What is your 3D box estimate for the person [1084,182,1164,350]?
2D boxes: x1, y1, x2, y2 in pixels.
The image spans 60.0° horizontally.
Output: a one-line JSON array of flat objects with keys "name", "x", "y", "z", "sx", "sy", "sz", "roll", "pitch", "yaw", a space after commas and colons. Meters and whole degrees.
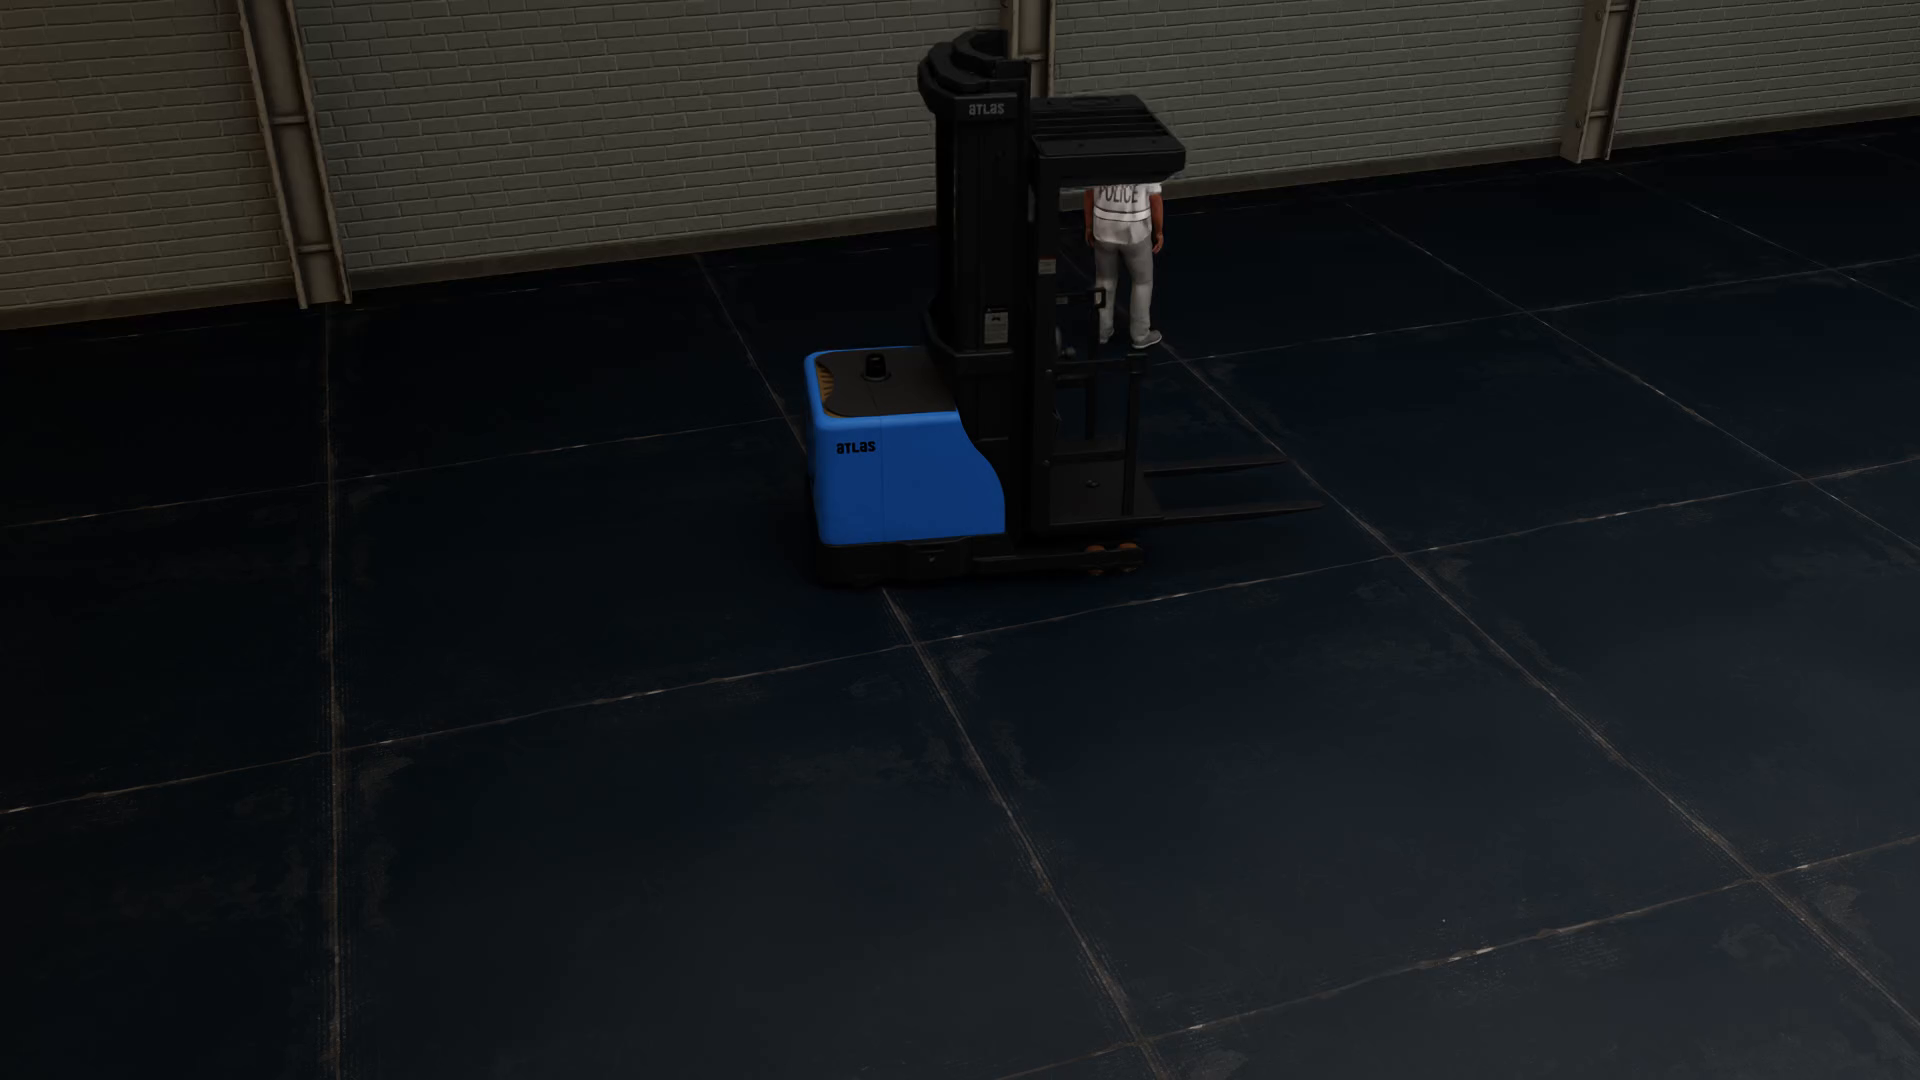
[{"name": "person", "x": 1.202, "y": -2.262, "z": 12.205, "sx": 0.605, "sy": 1.747, "sz": 0.443, "roll": 10, "pitch": 31, "yaw": 17}]

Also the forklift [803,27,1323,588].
[{"name": "forklift", "x": 0.624, "y": -1.329, "z": 9.396, "sx": 3.031, "sy": 2.935, "sz": 1.130, "roll": -4, "pitch": 30, "yaw": -8}]
